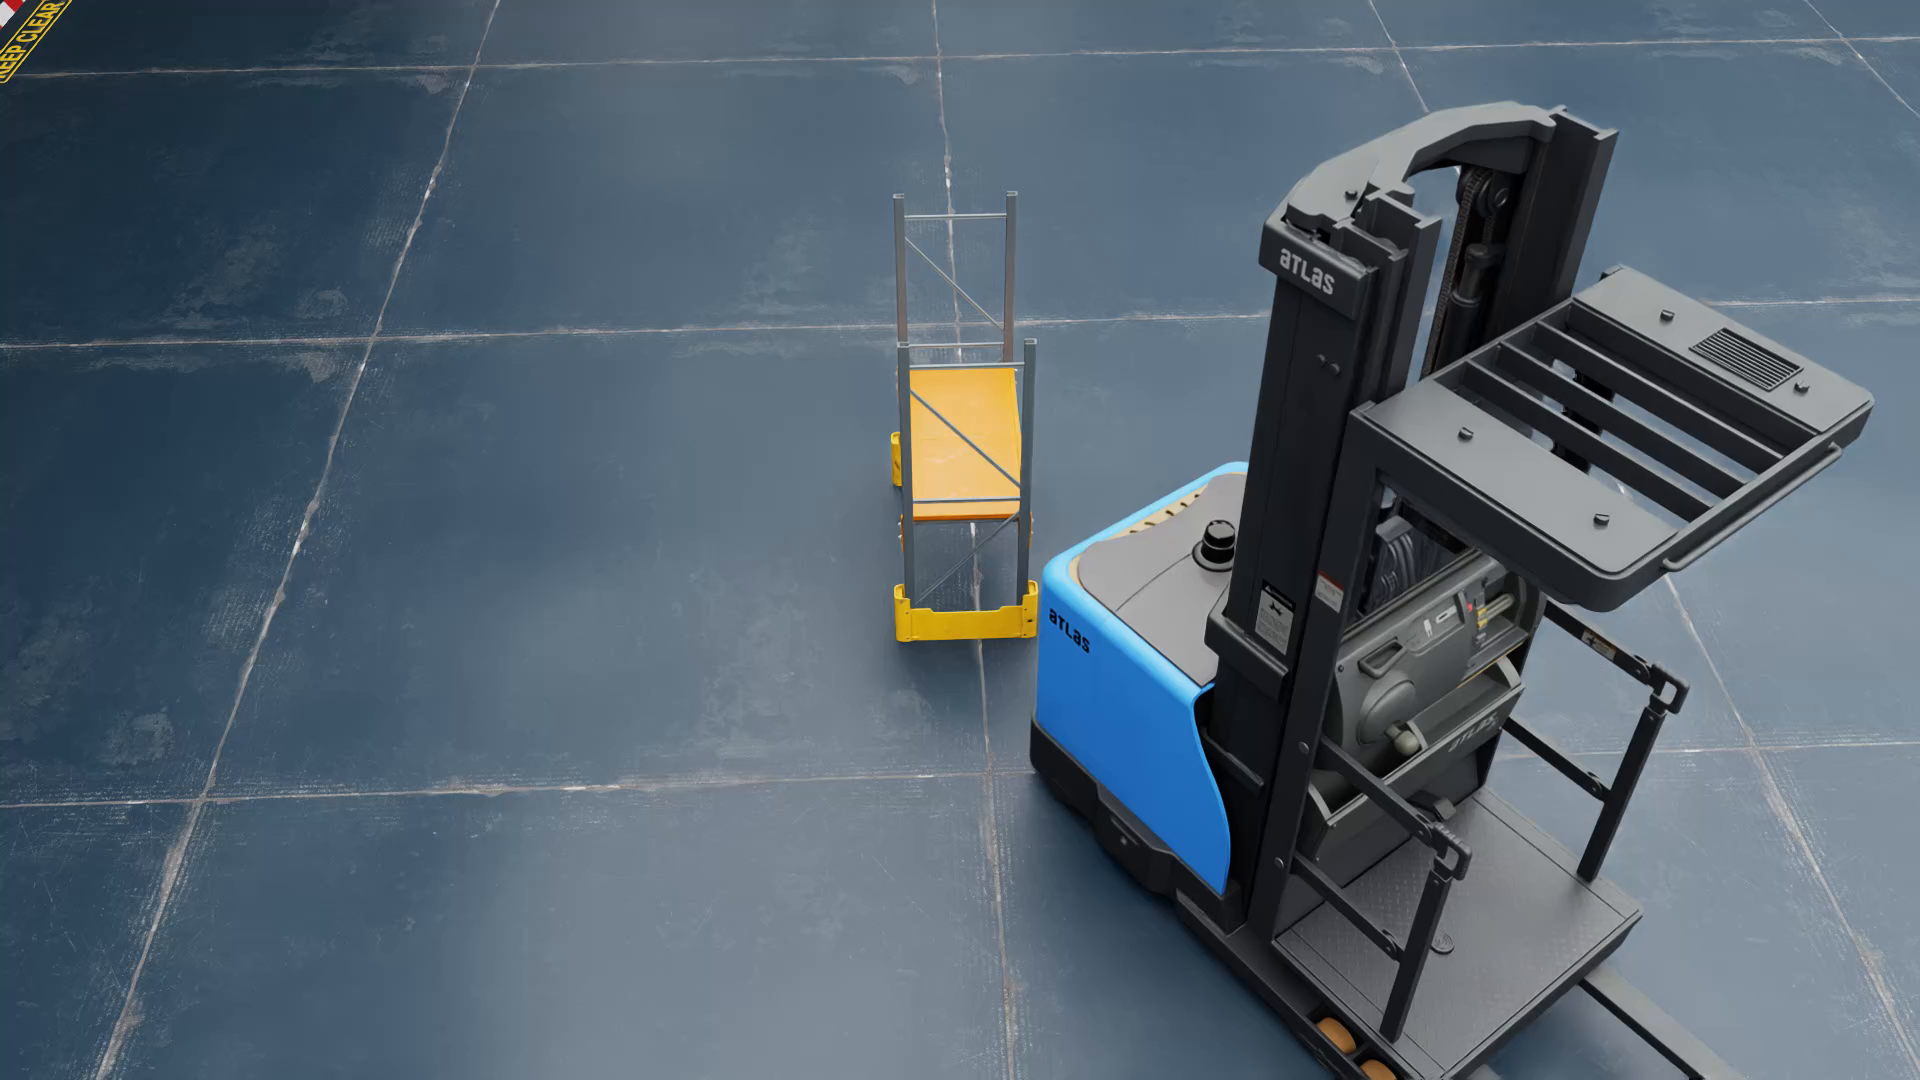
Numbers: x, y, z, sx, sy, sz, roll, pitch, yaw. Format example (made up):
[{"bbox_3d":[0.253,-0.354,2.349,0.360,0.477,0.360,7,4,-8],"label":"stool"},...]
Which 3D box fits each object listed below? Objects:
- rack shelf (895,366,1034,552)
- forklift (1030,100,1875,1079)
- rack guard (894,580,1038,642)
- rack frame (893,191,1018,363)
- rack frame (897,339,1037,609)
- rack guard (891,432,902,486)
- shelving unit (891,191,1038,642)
[{"bbox_3d":[0.004,-0.363,6.952,0.538,0.185,1.000,-2,43,-2],"label":"rack shelf"},{"bbox_3d":[1.566,0.383,4.813,1.130,2.935,3.031,-28,49,-27],"label":"forklift"},{"bbox_3d":[0.024,0.296,6.892,0.587,0.250,0.087,-2,43,-2],"label":"rack guard"},{"bbox_3d":[-0.018,-0.838,7.204,0.500,1.500,0.032,-2,43,-2],"label":"rack frame"},{"bbox_3d":[0.025,-0.152,6.456,0.500,1.500,0.032,-2,43,-2],"label":"rack frame"},{"bbox_3d":[-0.018,-0.377,7.626,0.587,0.250,0.087,-2,43,-2],"label":"rack guard"},{"bbox_3d":[0.003,-0.501,6.837,0.587,1.500,1.083,-2,43,-2],"label":"shelving unit"}]
